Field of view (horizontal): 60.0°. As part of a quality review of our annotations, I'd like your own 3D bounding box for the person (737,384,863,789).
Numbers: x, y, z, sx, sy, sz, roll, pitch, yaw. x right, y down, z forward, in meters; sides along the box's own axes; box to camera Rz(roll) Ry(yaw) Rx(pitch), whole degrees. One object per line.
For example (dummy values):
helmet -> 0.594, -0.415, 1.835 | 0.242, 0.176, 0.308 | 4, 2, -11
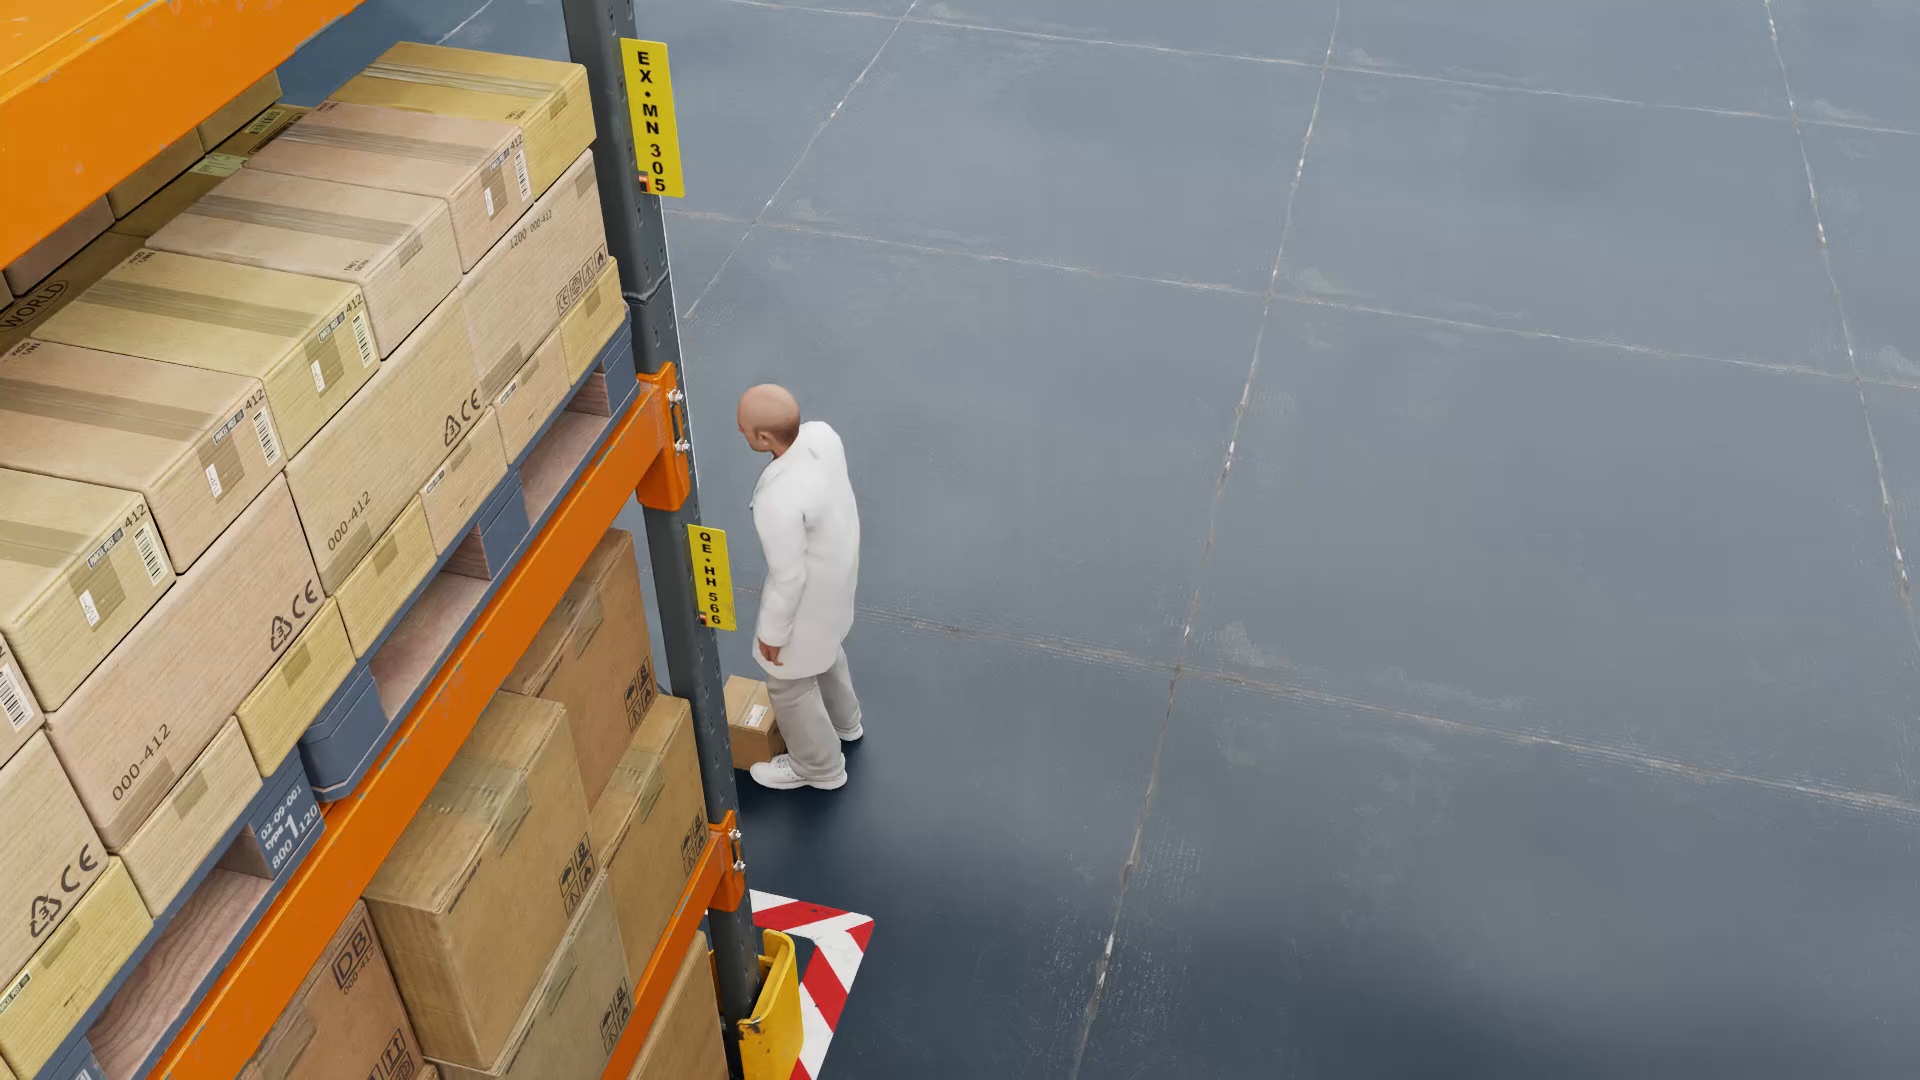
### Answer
person -> -0.571, 0.177, 5.962 | 0.427, 1.773, 0.641 | 10, 41, 11
